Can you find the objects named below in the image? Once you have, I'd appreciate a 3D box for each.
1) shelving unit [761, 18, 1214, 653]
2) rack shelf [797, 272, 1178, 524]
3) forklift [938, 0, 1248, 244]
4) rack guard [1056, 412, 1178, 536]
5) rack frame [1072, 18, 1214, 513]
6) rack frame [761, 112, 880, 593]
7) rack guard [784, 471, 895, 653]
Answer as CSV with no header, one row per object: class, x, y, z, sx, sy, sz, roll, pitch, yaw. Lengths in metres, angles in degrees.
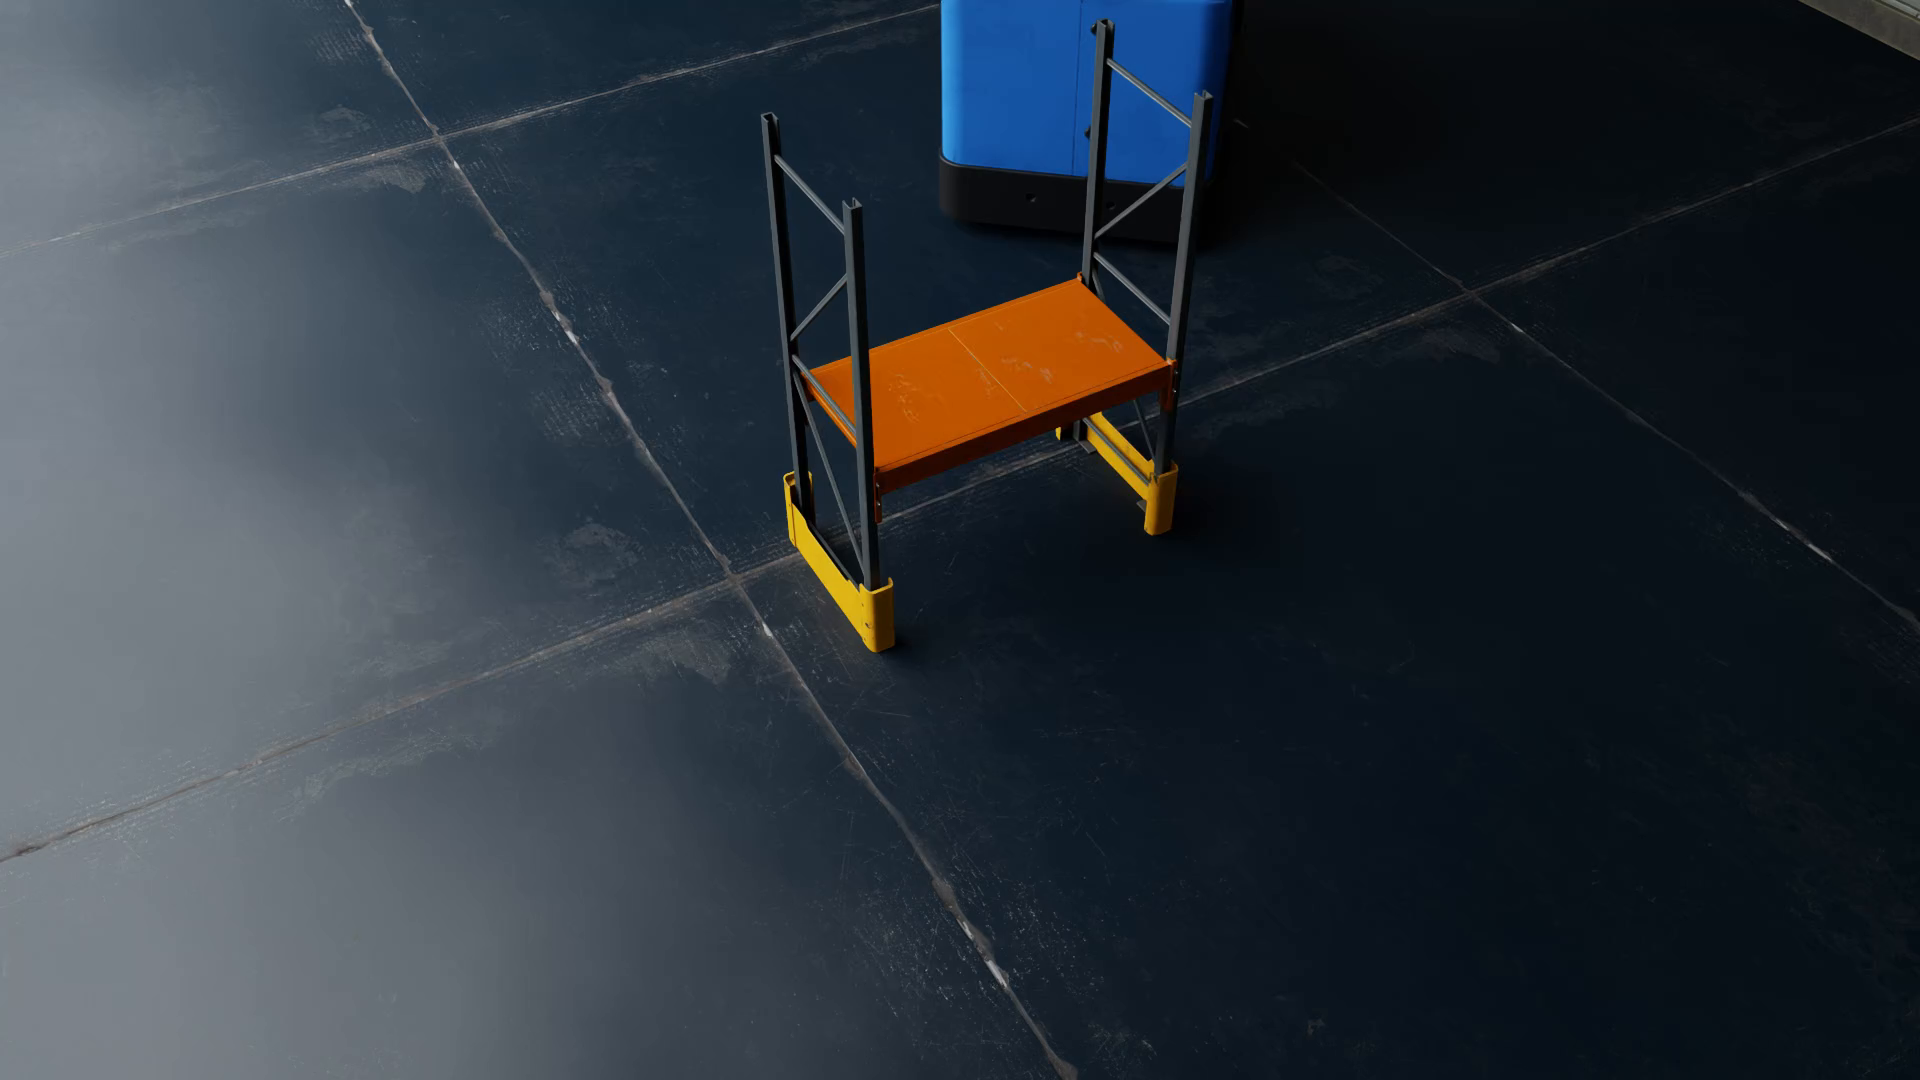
shelving unit,0.066,-0.565,4.755,1.083,1.500,0.587,-22,48,-21
rack shelf,0.074,-0.439,4.883,1.000,0.185,0.538,-22,48,-21
forklift,0.697,-3.213,6.456,1.130,2.935,3.031,7,45,8
rack guard,0.498,-0.289,5.368,0.087,0.250,0.587,-22,48,-21
rack frame,0.515,-0.744,4.940,0.032,1.500,0.500,-22,48,-21
rack frame,-0.367,-0.391,4.576,0.032,1.500,0.500,-22,48,-21
rack guard,-0.366,0.057,5.012,0.087,0.250,0.587,-22,48,-21
